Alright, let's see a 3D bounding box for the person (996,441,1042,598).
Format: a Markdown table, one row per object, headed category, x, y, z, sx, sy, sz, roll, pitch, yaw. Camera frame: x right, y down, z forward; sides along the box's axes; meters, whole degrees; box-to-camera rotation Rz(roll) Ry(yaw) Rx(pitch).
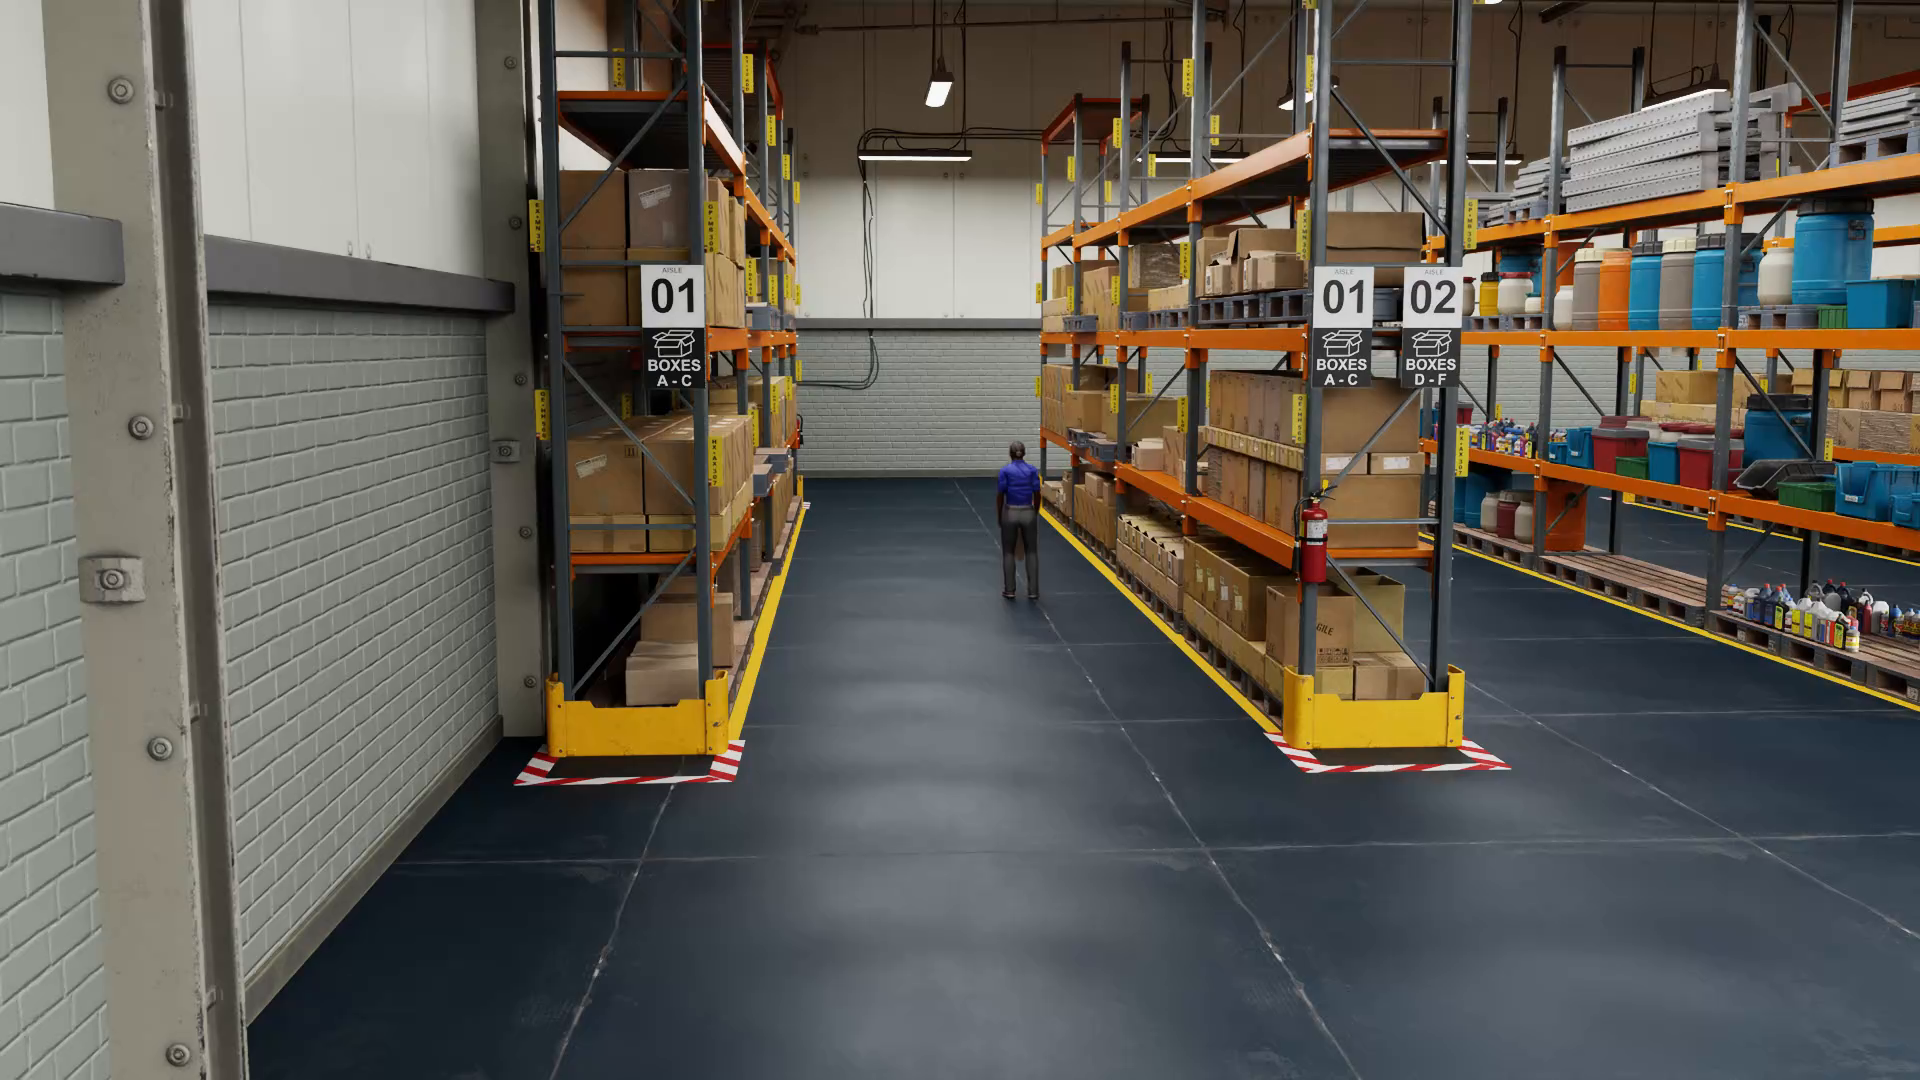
| category | x | y | z | sx | sy | sz | roll | pitch | yaw |
| --- | --- | --- | --- | --- | --- | --- | --- | --- | --- |
| person | 0.620 | -0.216 | 17.520 | 0.494 | 1.659 | 0.398 | -1 | 7 | -5 |
